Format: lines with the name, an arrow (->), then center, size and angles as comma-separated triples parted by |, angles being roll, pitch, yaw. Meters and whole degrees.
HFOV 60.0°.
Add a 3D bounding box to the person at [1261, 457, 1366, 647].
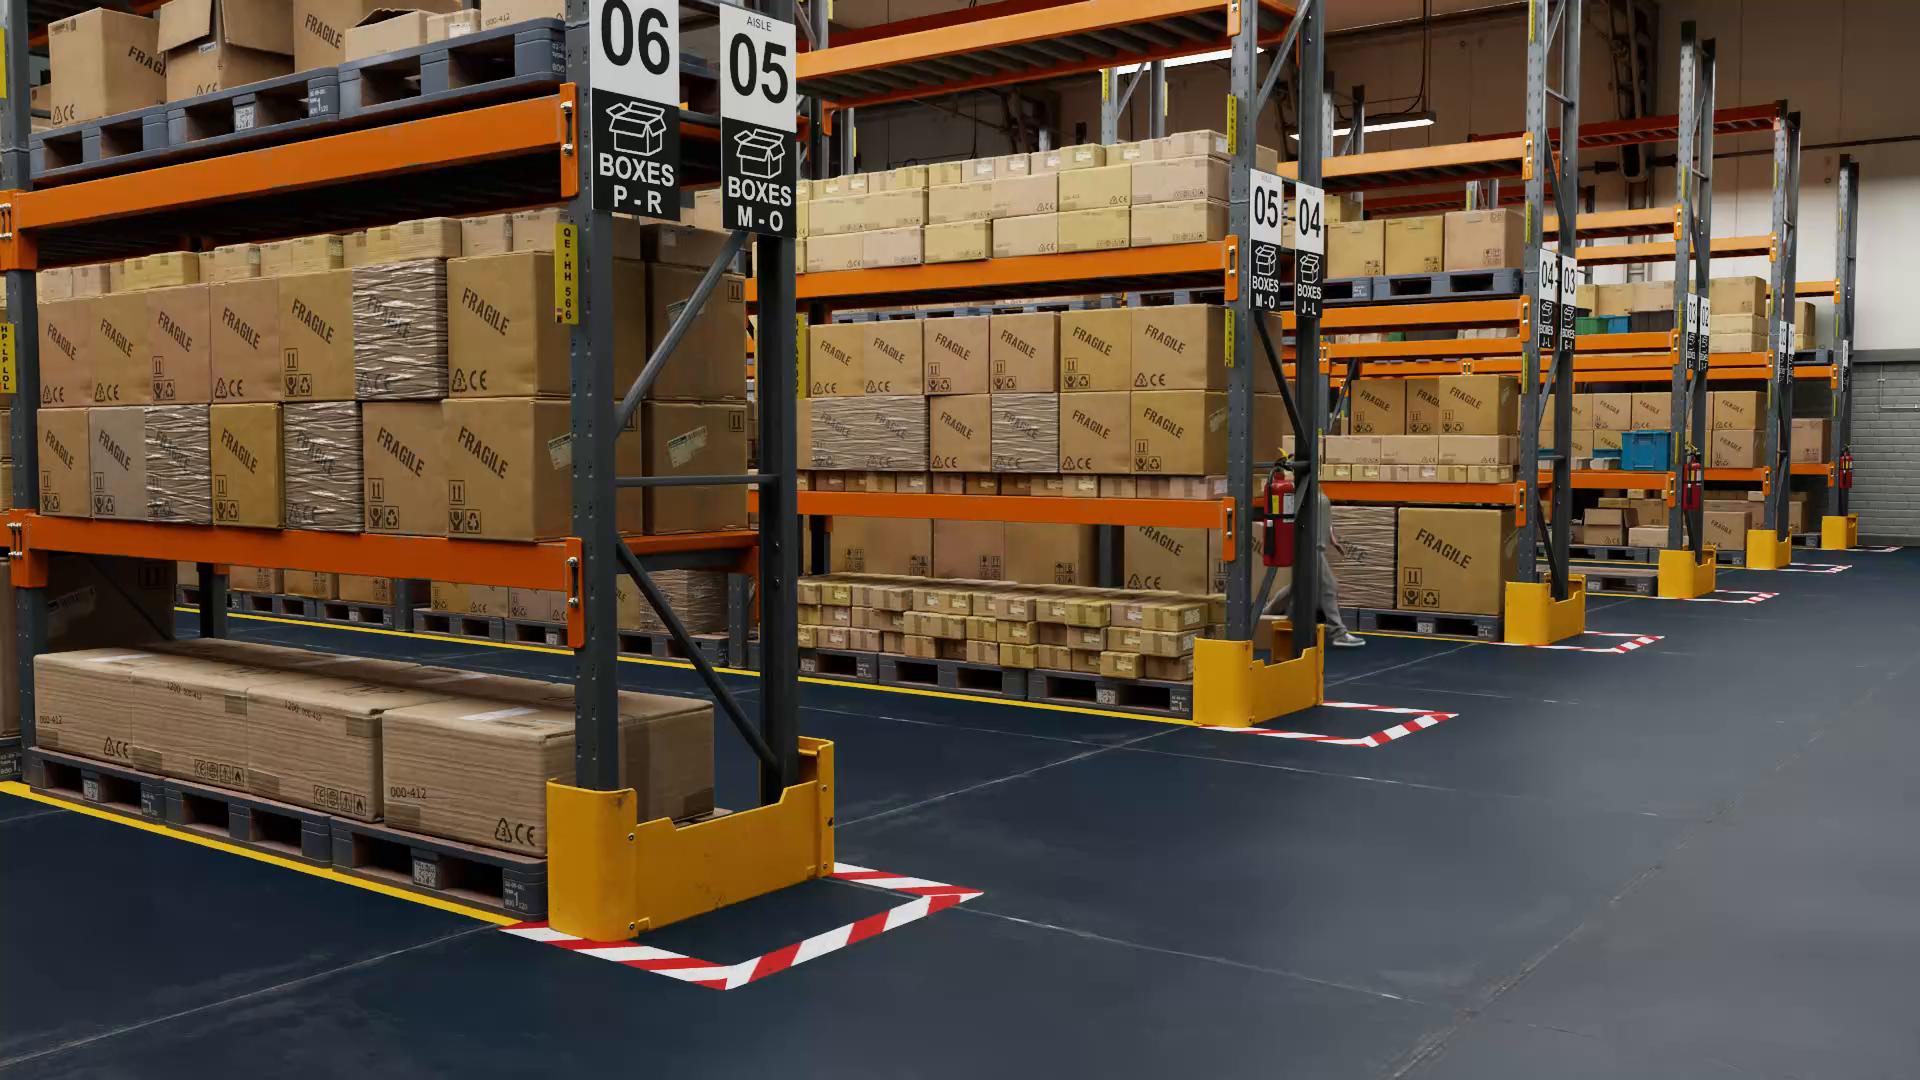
person -> 2.830, 0.055, 13.365 | 0.944, 1.541, 0.414 | 2, 4, 29
